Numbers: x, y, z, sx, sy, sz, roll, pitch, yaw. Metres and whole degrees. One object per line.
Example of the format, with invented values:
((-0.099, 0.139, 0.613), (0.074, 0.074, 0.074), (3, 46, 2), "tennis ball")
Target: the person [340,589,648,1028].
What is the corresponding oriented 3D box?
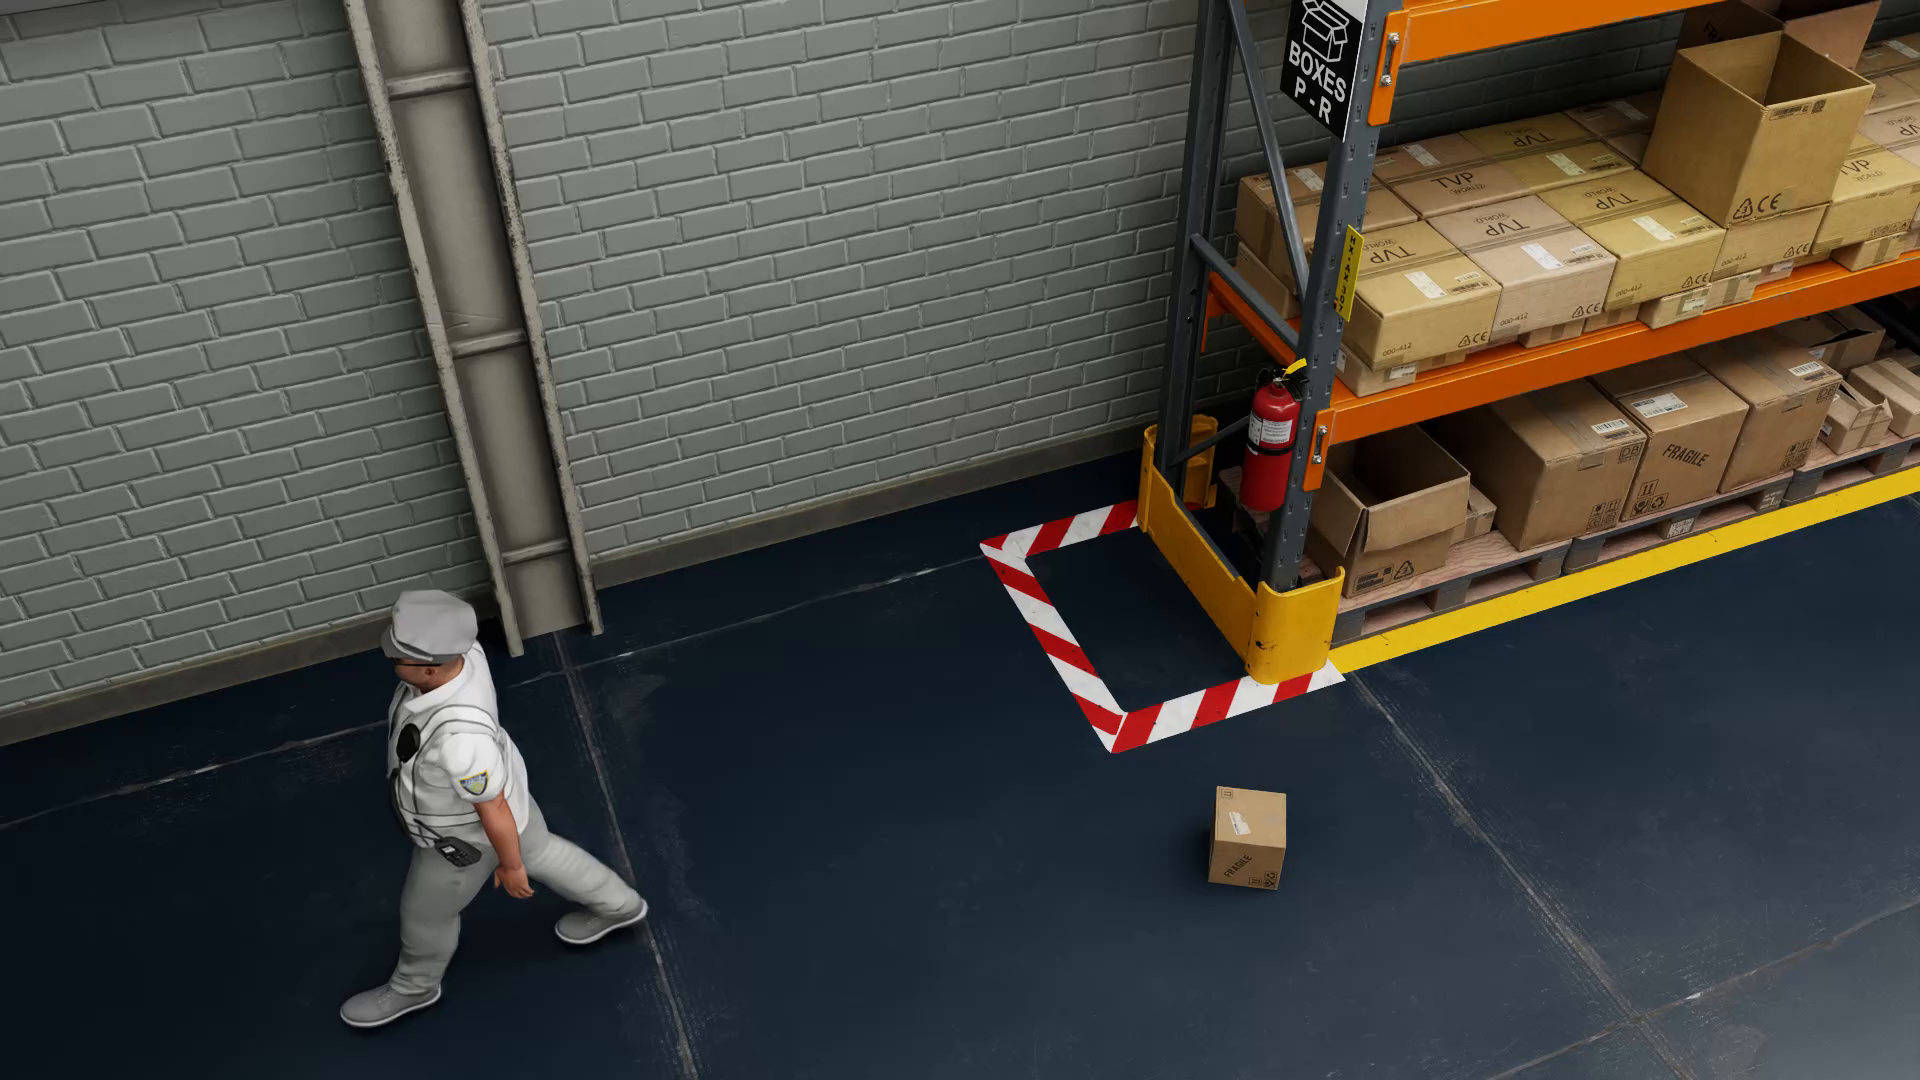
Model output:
((-1.594, 0.818, 5.207), (1.040, 1.722, 0.564), (-8, 42, -9), "person")
